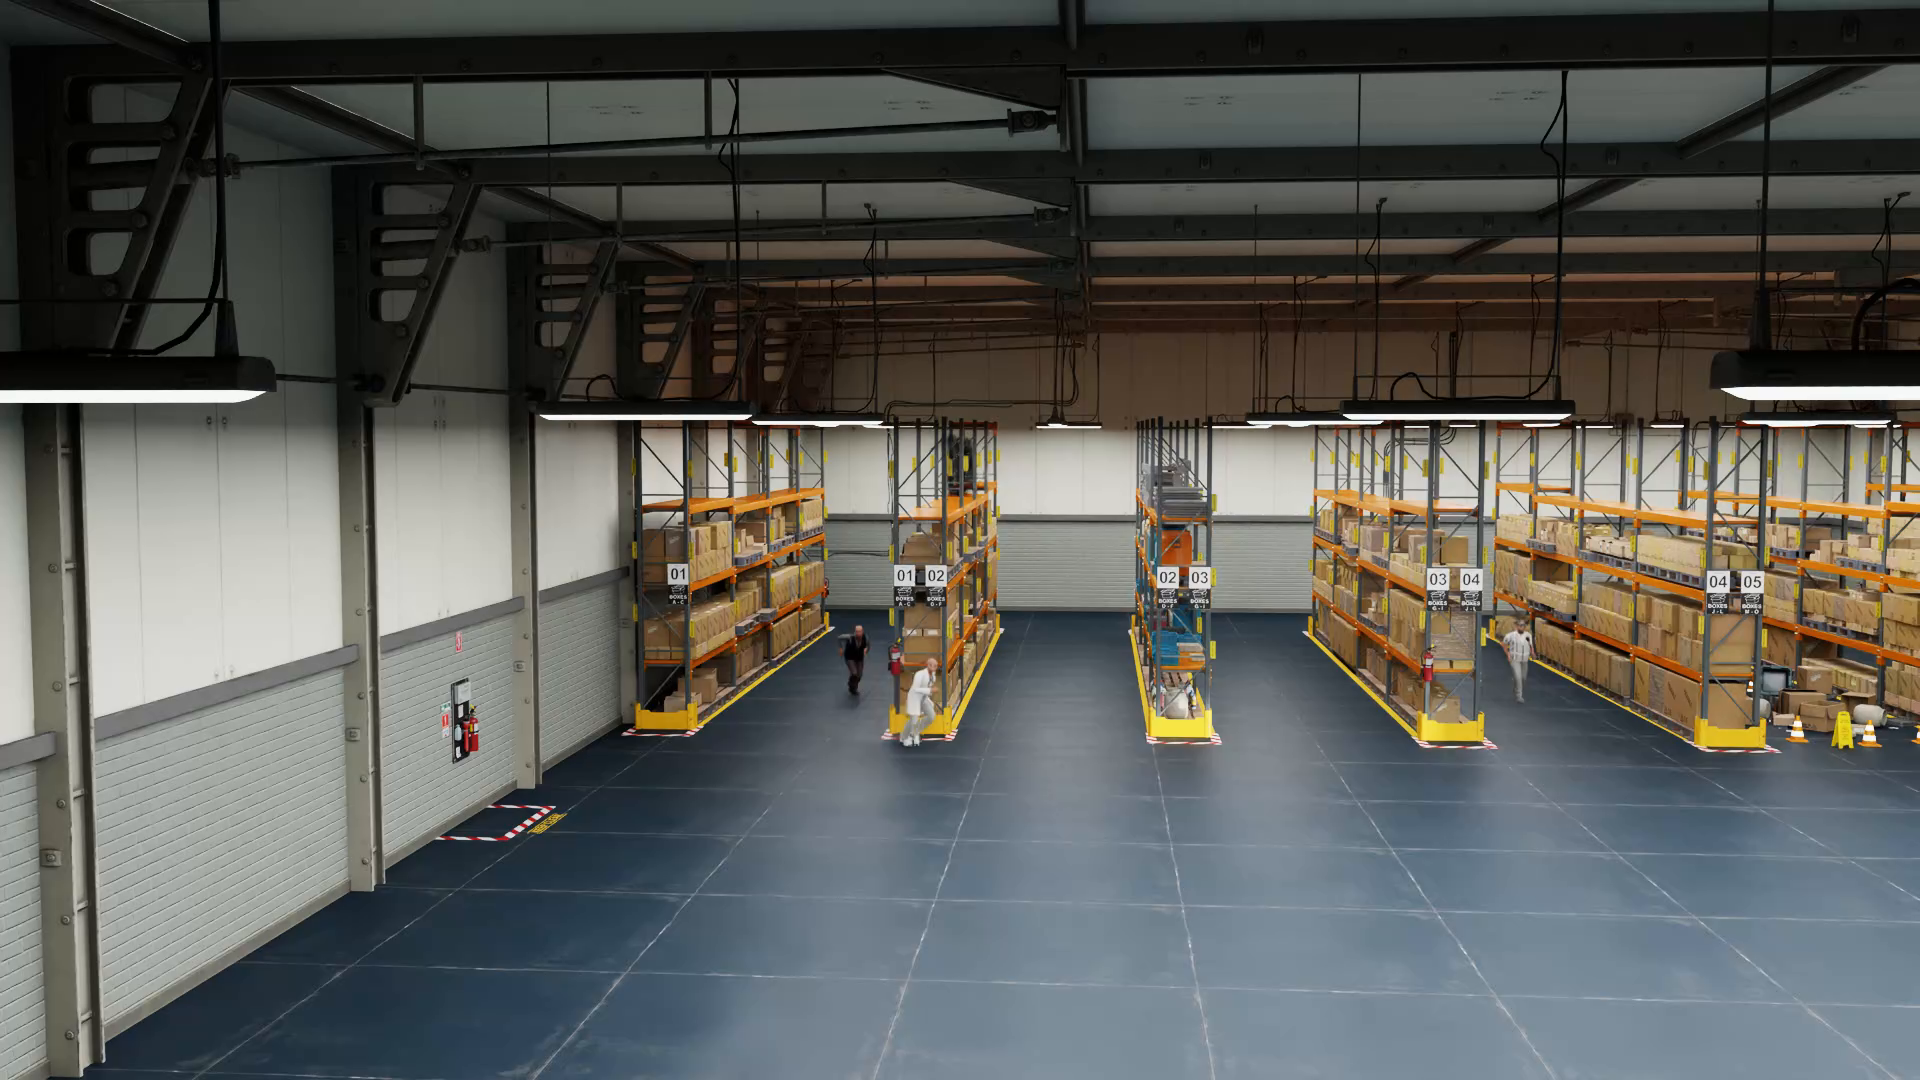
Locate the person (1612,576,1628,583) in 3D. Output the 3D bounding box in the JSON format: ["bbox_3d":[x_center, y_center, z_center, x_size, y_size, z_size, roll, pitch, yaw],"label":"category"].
[{"bbox_3d":[19.117,1.679,48.387,0.729,1.810,0.656,-1,4,-19],"label":"person"}]

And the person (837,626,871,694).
[{"bbox_3d":[-2.291,2.594,35.872,0.688,1.549,0.917,-1,4,-21],"label":"person"}]

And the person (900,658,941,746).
[{"bbox_3d":[-0.685,2.932,30.186,1.004,1.627,0.743,3,5,37],"label":"person"}]

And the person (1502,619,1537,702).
[{"bbox_3d":[11.906,2.545,35.539,0.644,1.764,0.839,0,4,-5],"label":"person"}]
